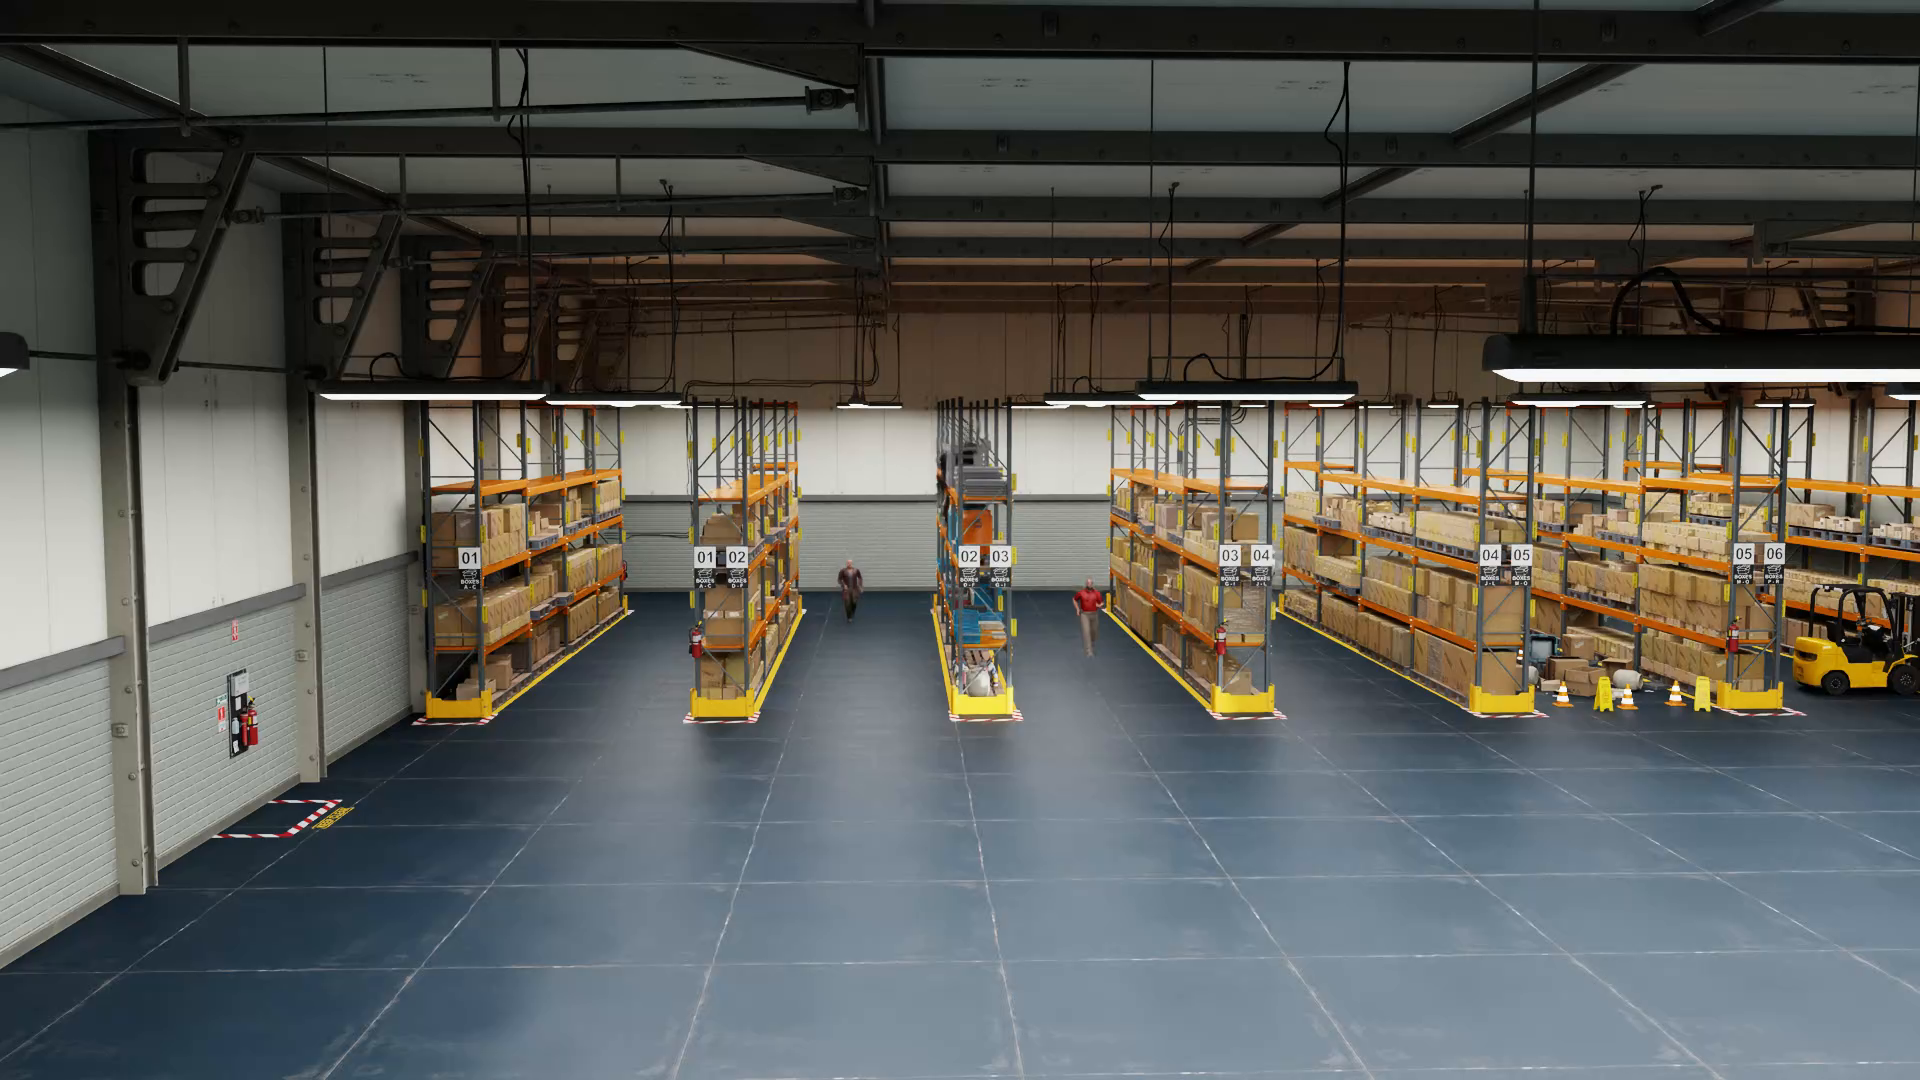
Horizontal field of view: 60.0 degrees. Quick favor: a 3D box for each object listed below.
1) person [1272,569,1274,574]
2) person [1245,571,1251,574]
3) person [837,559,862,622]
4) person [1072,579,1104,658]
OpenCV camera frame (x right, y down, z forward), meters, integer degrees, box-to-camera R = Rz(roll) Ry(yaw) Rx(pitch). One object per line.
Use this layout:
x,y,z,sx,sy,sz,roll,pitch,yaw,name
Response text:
8.762,1.117,48.848,0.833,1.668,0.873,-2,5,-19,person
8.025,1.331,46.490,0.584,1.653,0.661,0,4,0,person
-2.980,1.376,45.164,0.696,1.729,0.670,-1,4,-11,person
2.875,1.741,36.908,0.673,1.763,0.862,-1,4,-11,person
